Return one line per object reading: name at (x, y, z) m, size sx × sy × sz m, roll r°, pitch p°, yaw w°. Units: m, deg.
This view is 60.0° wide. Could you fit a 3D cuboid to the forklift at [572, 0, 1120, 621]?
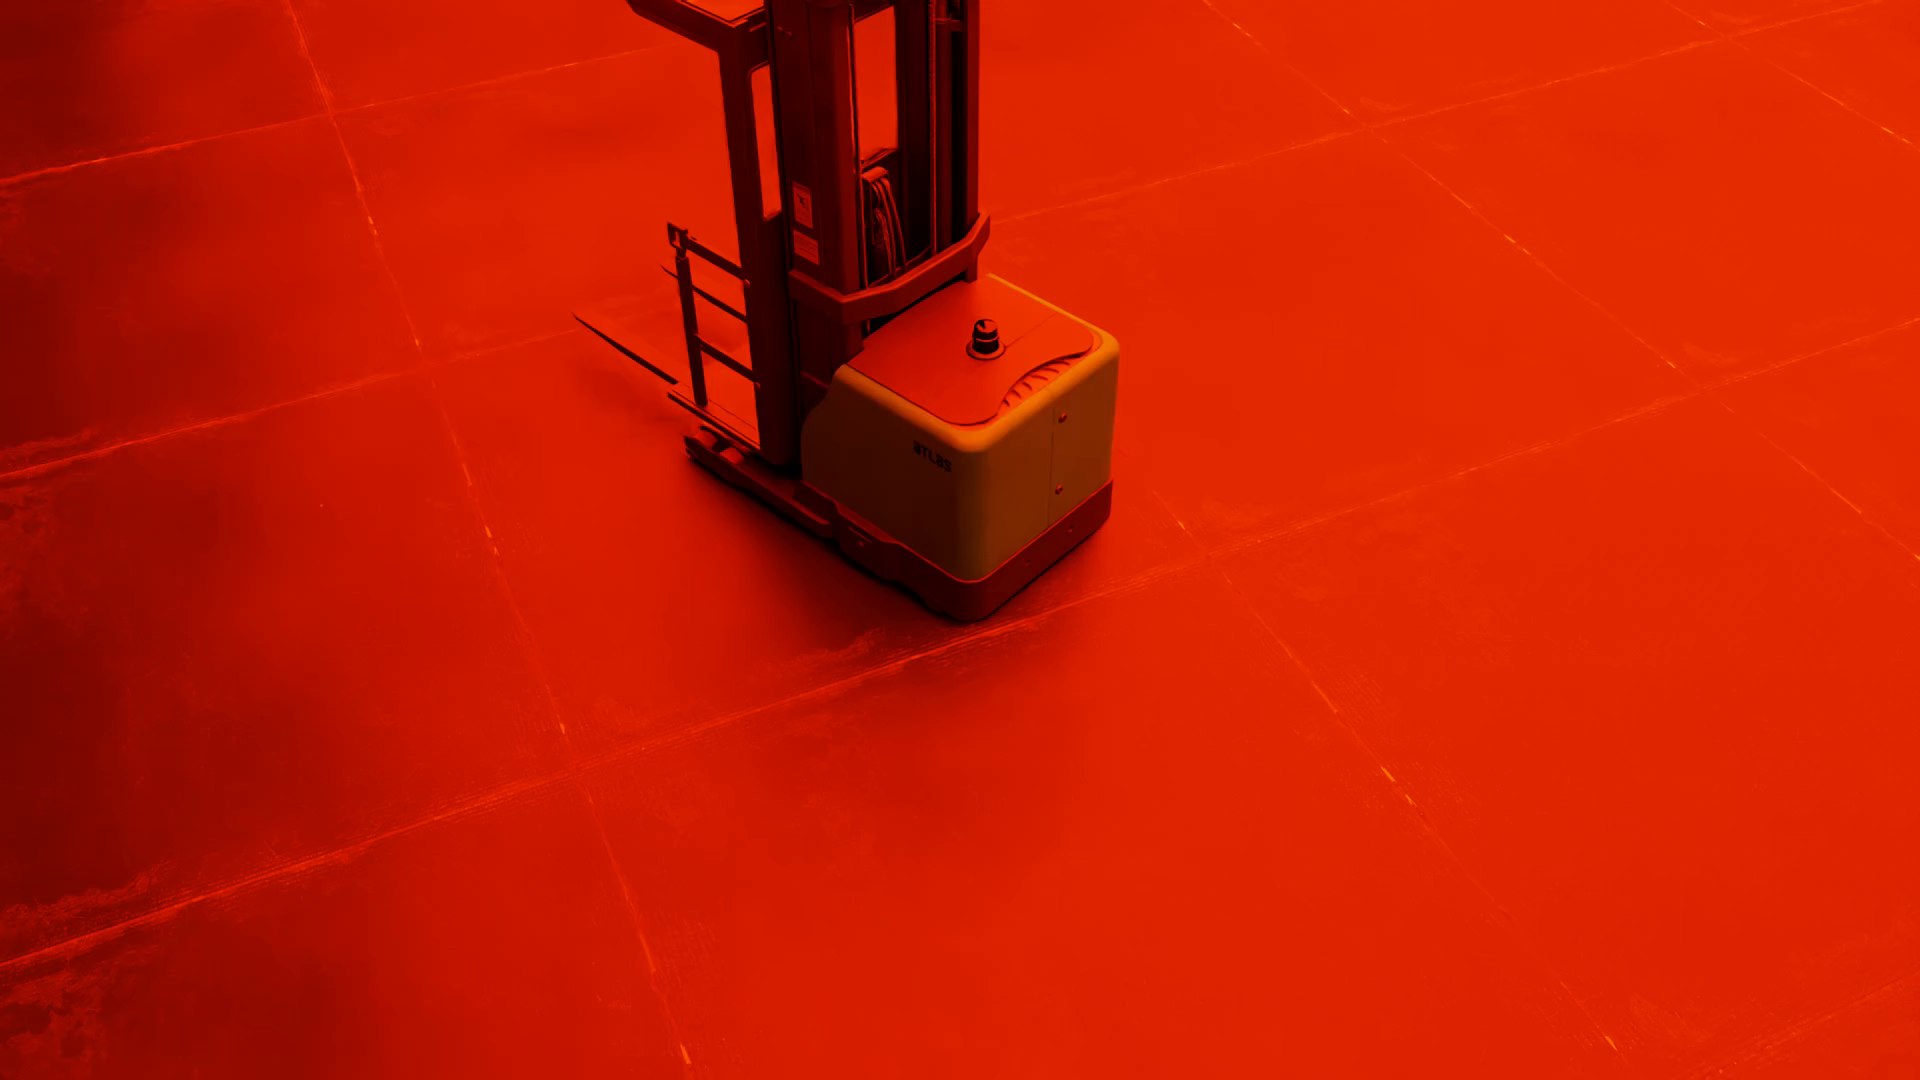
forklift at (-0.715, -1.591, 7.385) m, size 3.031 × 2.935 × 1.130 m, roll 32°, pitch 52°, yaw 30°
